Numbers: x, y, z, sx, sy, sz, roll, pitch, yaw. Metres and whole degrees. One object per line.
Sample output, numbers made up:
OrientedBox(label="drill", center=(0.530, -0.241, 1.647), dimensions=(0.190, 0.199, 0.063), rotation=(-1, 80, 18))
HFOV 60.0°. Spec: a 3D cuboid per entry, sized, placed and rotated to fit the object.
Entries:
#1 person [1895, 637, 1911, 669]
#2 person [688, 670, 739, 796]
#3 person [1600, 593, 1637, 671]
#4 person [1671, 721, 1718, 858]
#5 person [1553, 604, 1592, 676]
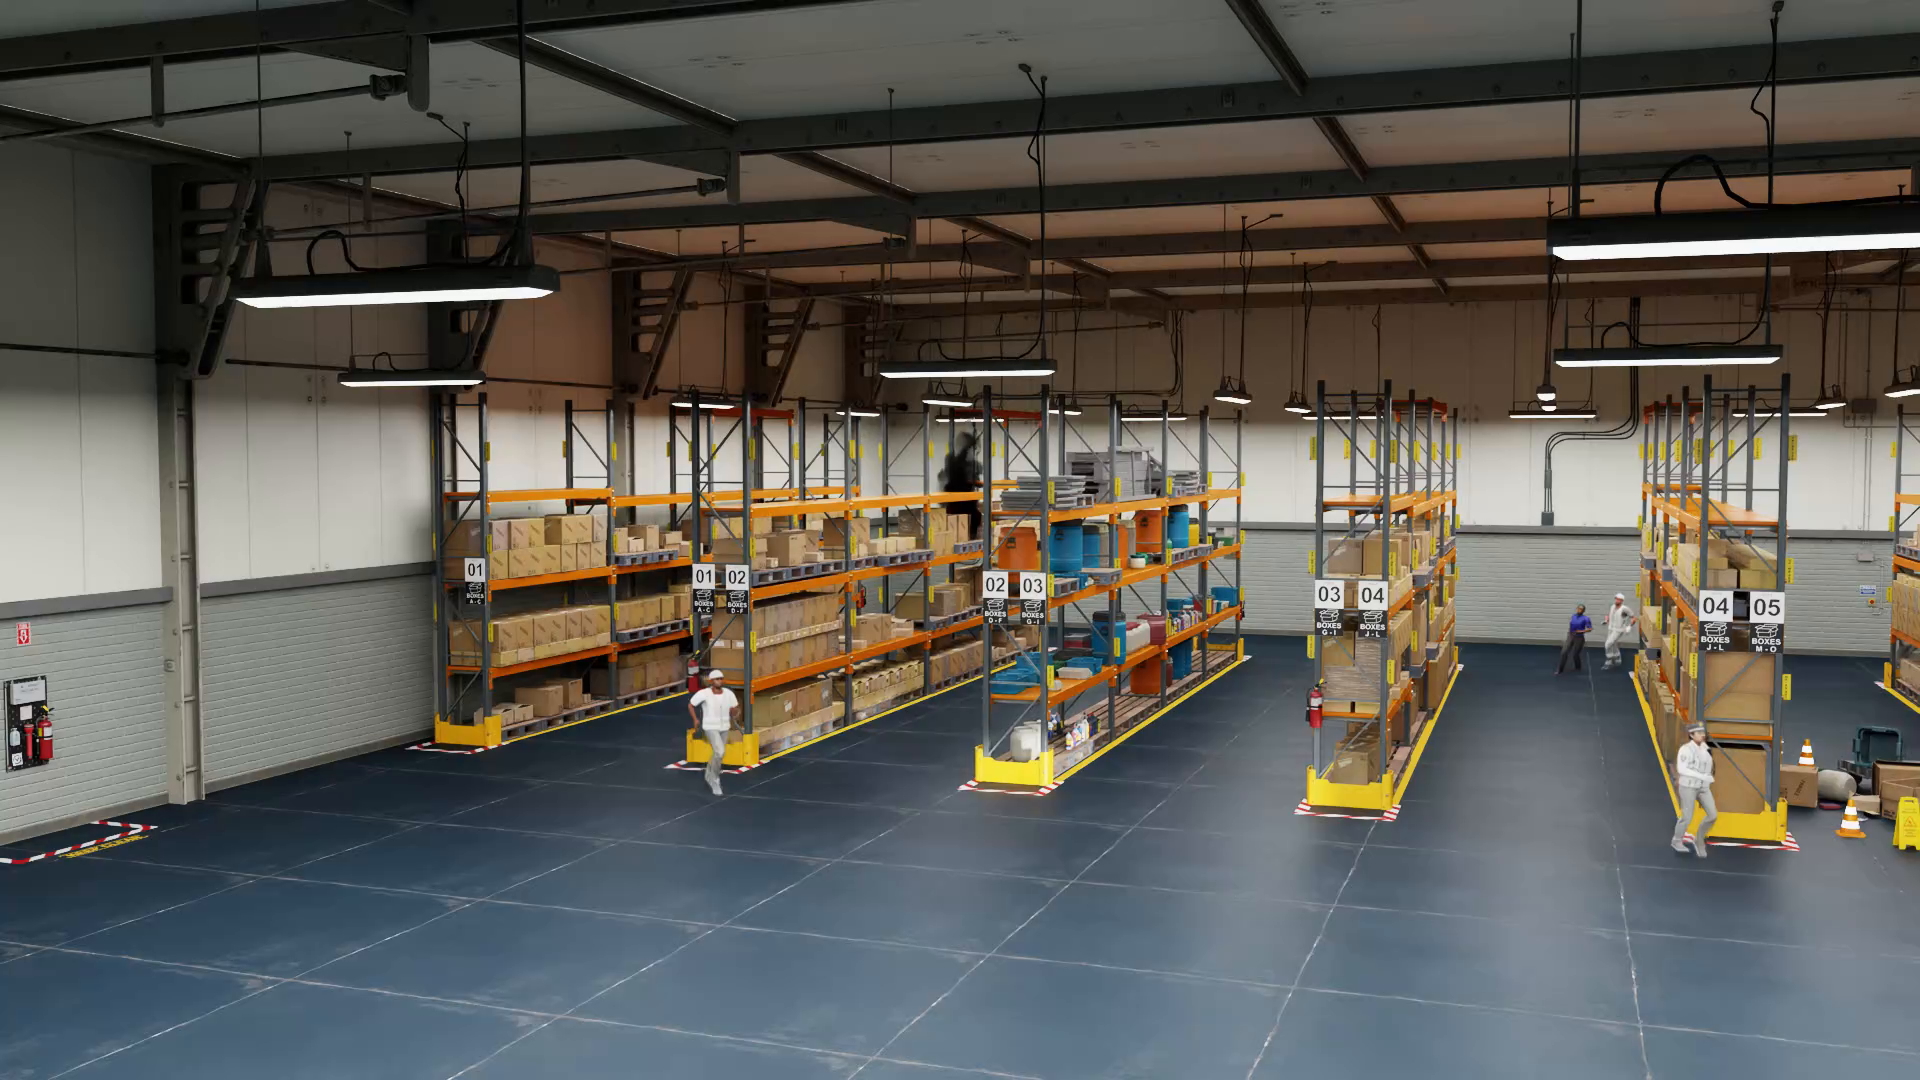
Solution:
OrientedBox(label="person", center=(20.632, 2.261, 36.338), dimensions=(0.597, 1.655, 0.594), rotation=(3, 4, 42))
OrientedBox(label="person", center=(-3.580, 2.812, 24.475), dimensions=(0.669, 1.821, 0.763), rotation=(-3, 4, -41))
OrientedBox(label="person", center=(15.008, 2.110, 37.964), dimensions=(0.703, 1.794, 0.716), rotation=(-1, 3, -19))
OrientedBox(label="person", center=(9.098, 3.079, 20.510), dimensions=(0.628, 1.719, 0.681), rotation=(-1, 3, -18))
OrientedBox(label="person", center=(13.789, 2.235, 37.162), dimensions=(0.823, 1.628, 0.716), rotation=(-2, 4, -39))
